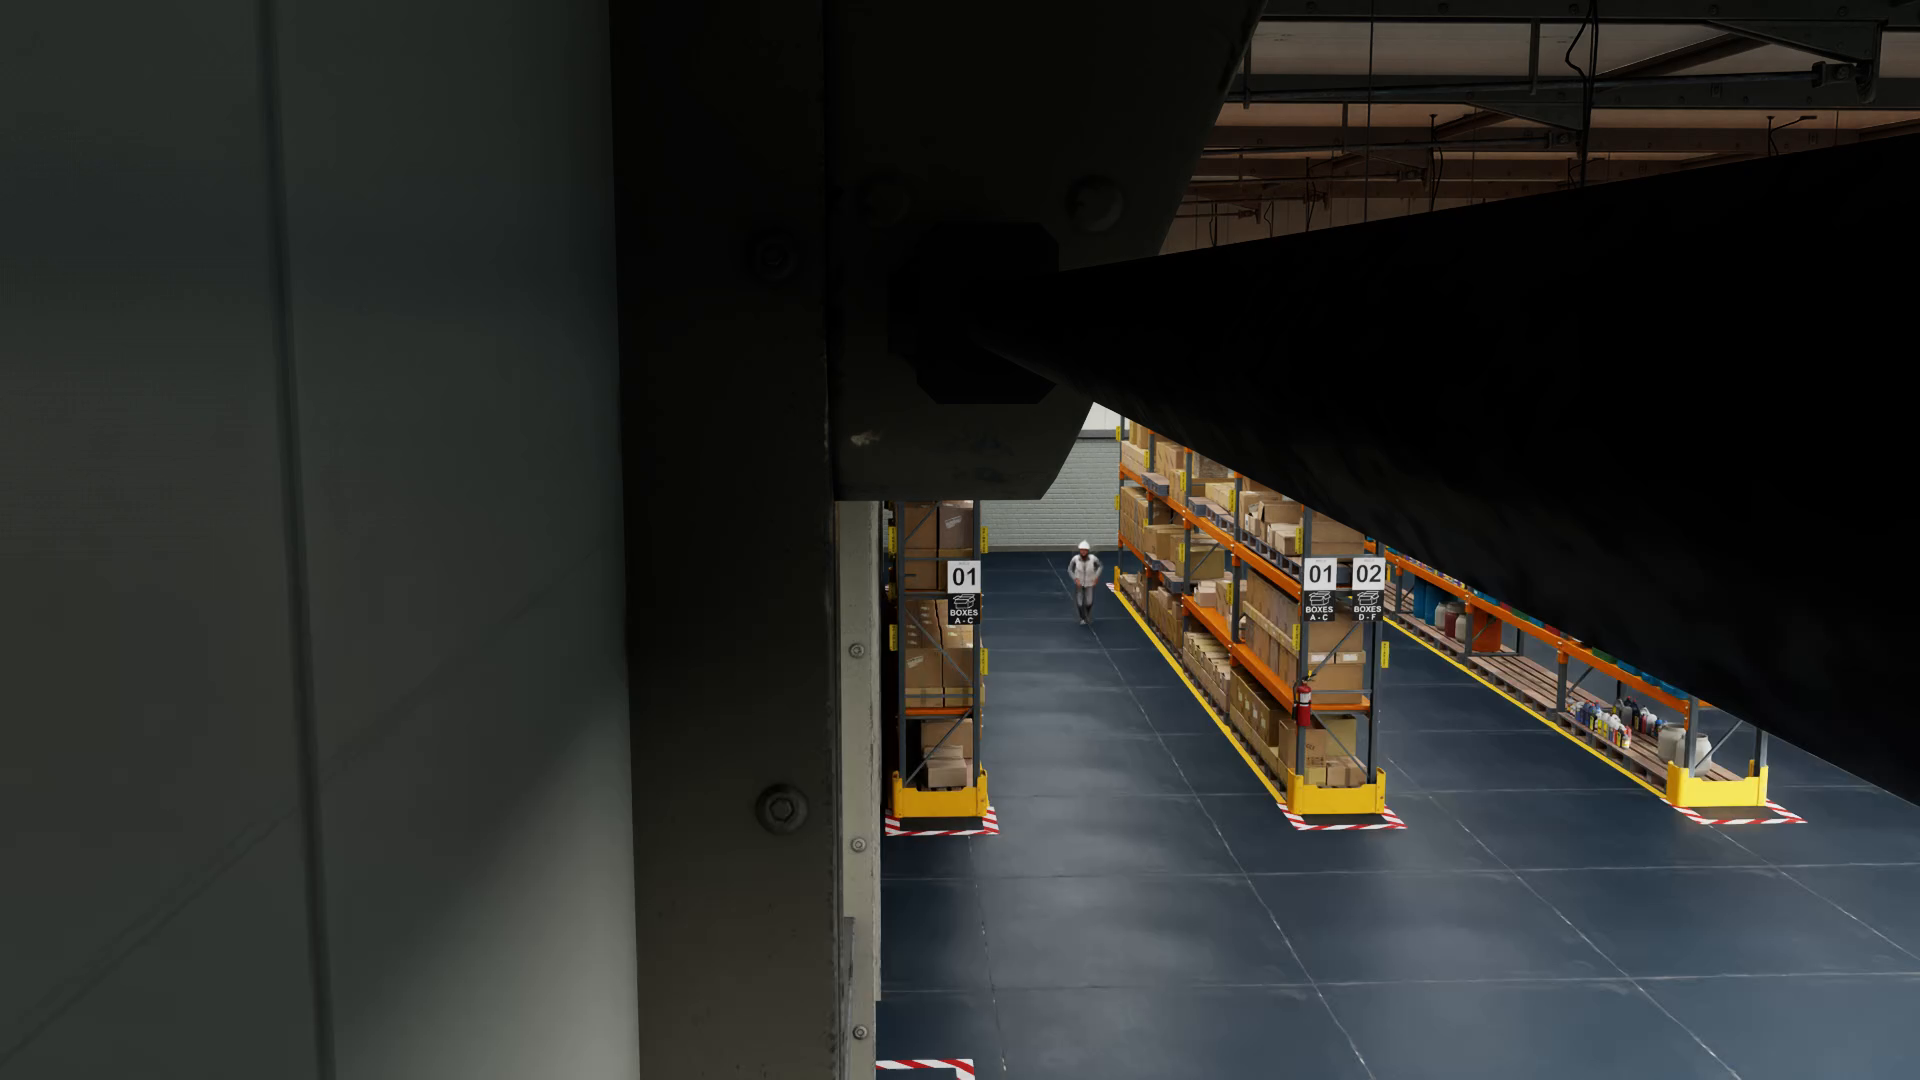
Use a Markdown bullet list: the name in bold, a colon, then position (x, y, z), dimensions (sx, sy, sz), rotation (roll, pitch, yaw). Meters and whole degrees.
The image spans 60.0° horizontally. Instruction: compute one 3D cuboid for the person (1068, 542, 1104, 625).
- **person**: position (2.445, 0.845, 32.388), dimensions (0.689, 1.682, 0.719), rotation (1, 8, 7)
